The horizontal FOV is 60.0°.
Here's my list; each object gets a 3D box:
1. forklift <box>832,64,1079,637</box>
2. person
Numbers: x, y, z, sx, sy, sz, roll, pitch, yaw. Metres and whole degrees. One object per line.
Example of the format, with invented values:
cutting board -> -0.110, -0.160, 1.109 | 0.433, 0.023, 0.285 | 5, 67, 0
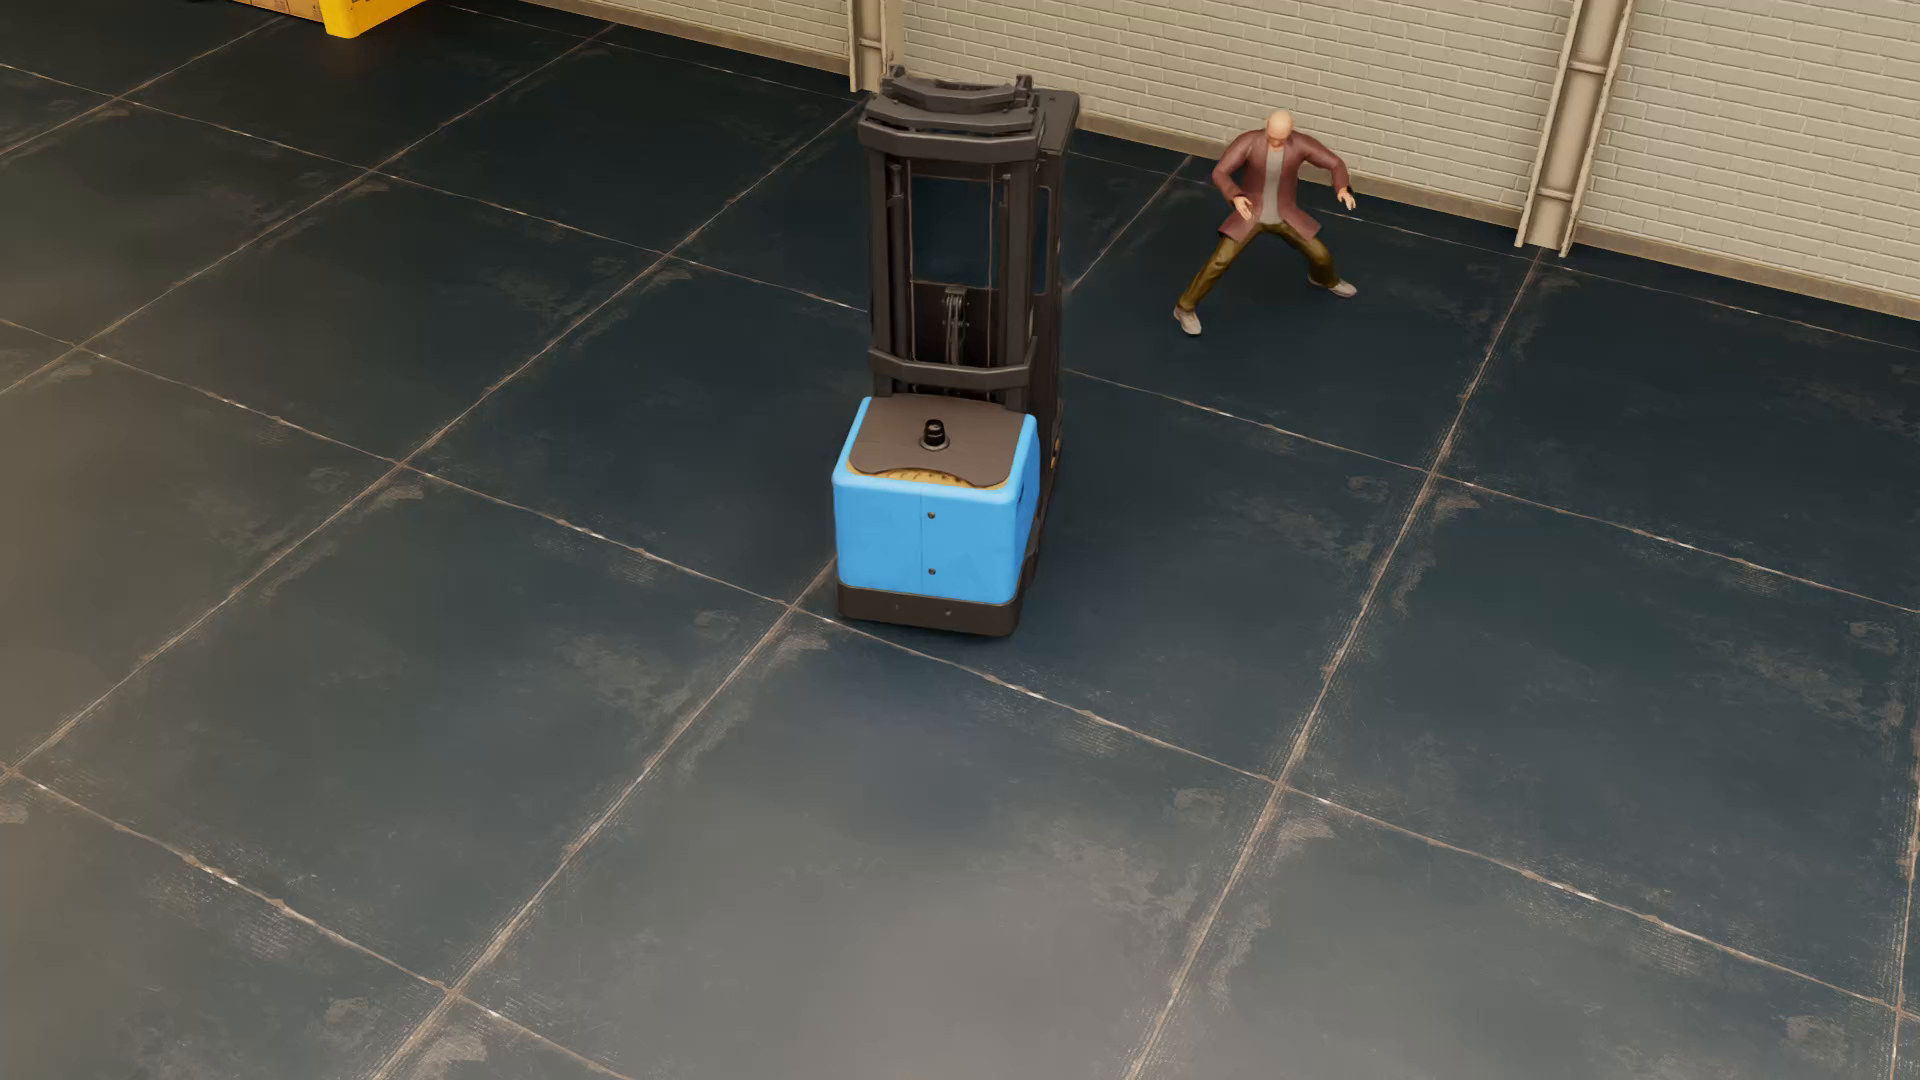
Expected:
forklift -> 0.063, -1.523, 9.795 | 1.130, 2.935, 3.031 | 7, 41, 8
person -> 2.252, -2.268, 11.748 | 1.363, 1.551, 0.782 | 3, 40, 4
